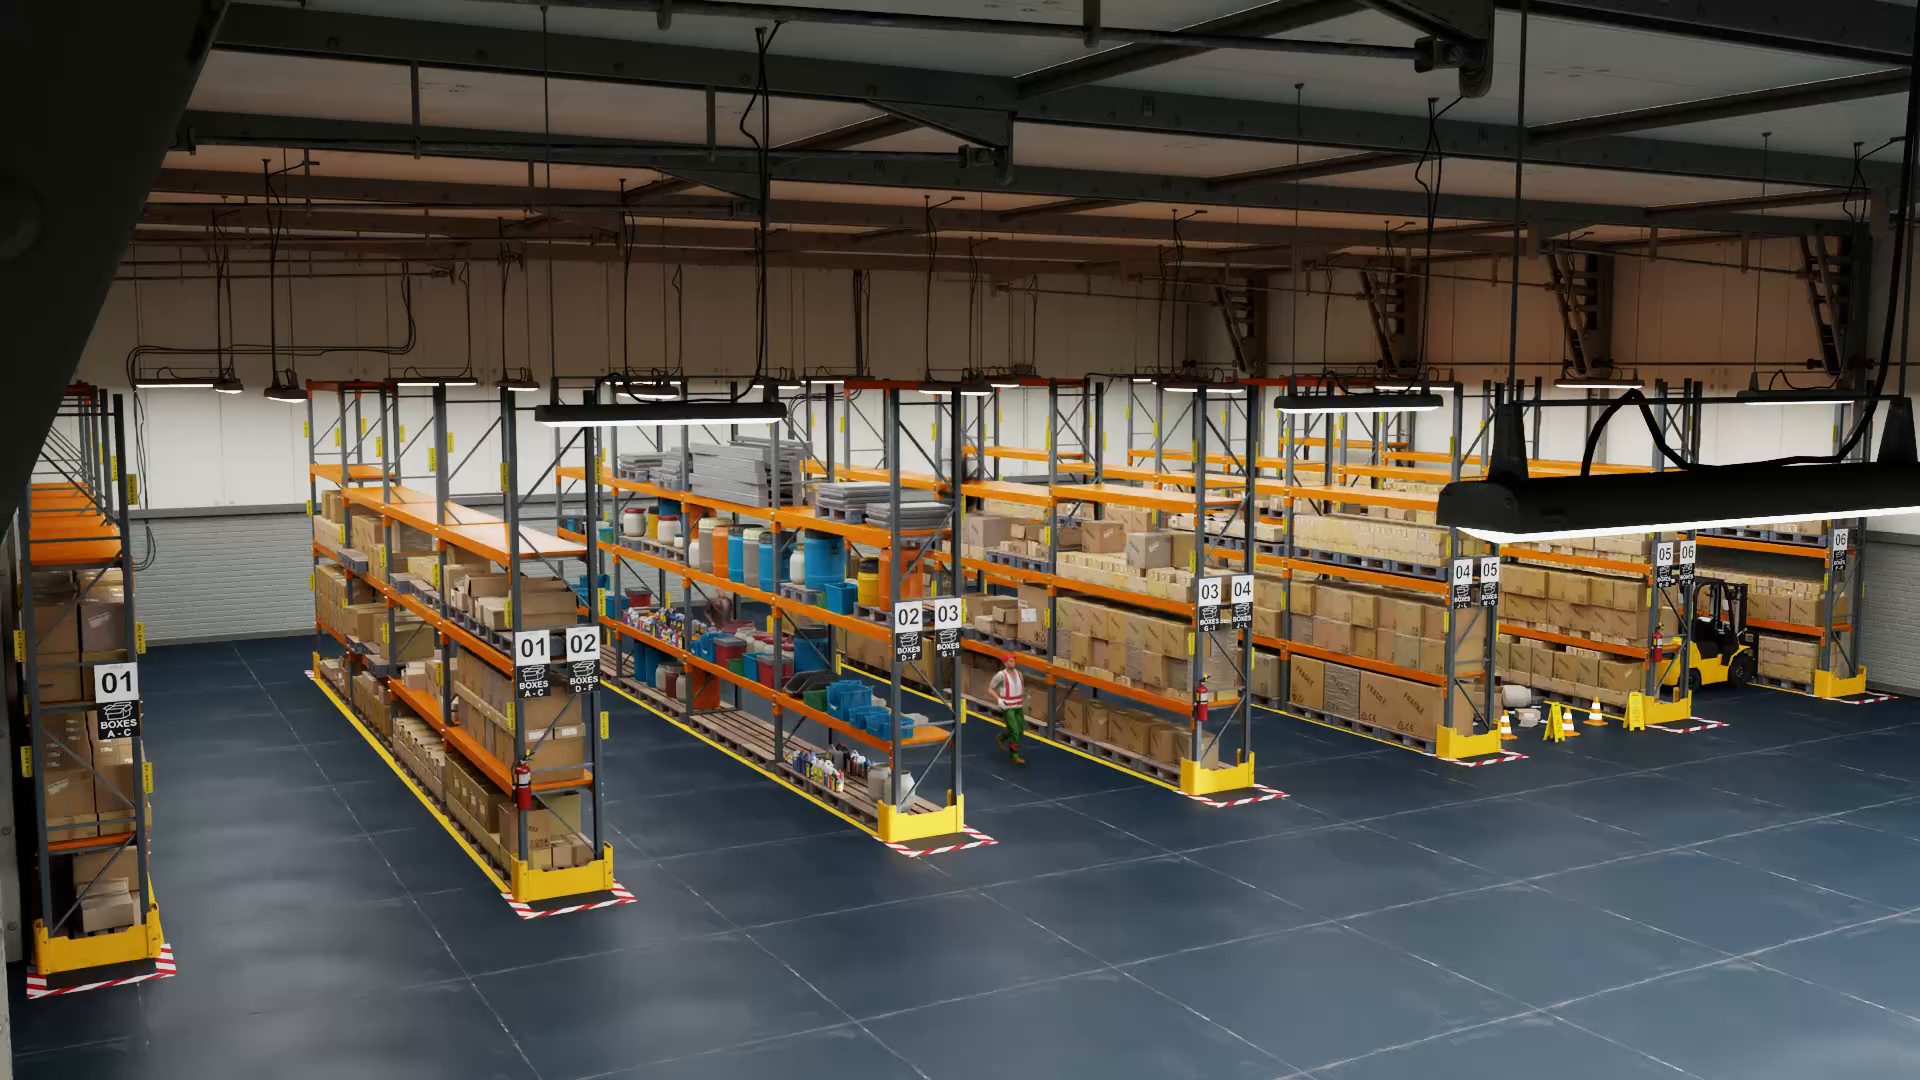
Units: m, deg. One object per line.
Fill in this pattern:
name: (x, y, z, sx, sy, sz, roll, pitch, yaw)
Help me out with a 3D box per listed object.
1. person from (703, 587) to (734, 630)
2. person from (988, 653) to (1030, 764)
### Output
person: (-4.927, 1.812, 34.485, 0.714, 1.734, 0.569, -5, 8, -40)
person: (0.786, 2.657, 26.408, 0.663, 1.748, 0.745, -5, 8, -40)
